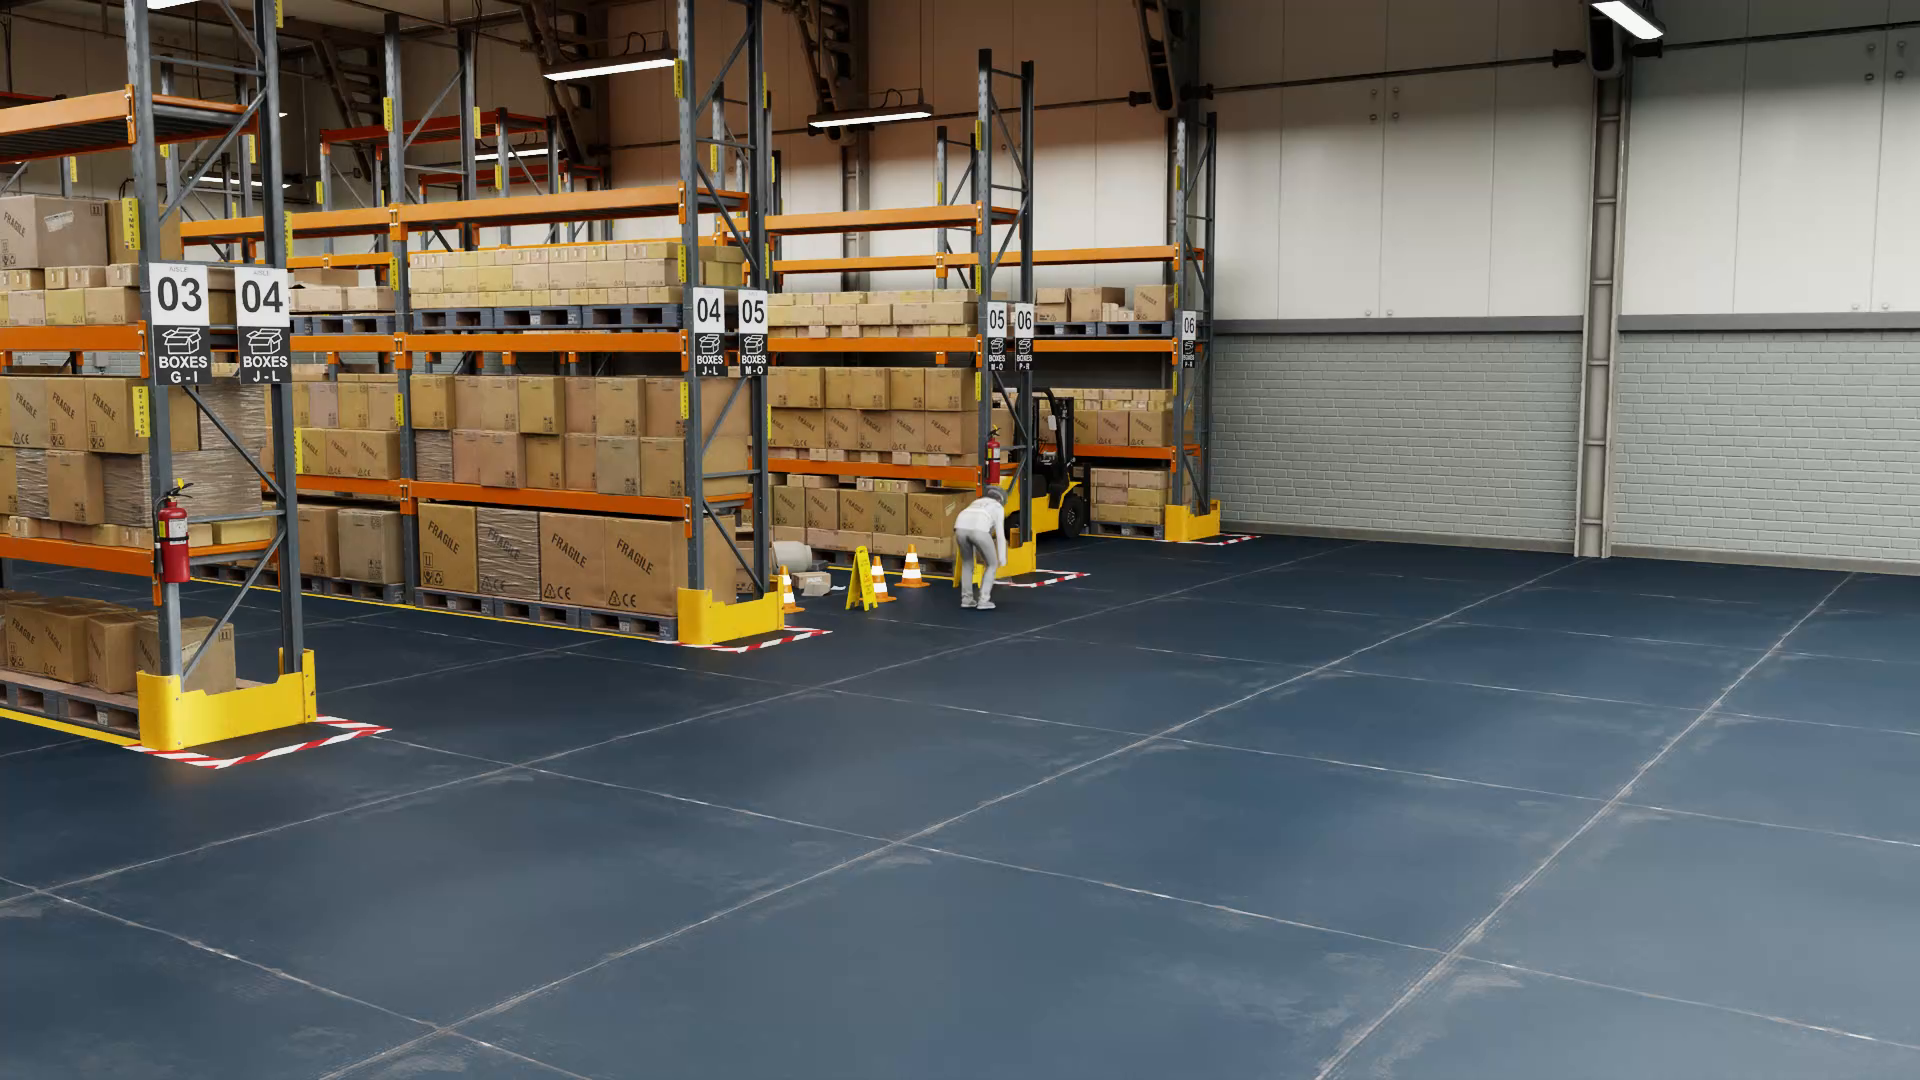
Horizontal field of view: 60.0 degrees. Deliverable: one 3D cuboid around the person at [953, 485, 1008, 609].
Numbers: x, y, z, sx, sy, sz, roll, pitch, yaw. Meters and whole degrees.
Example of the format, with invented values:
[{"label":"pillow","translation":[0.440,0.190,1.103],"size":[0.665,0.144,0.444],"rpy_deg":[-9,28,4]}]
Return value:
[{"label":"person","translation":[0.246,0.070,17.281],"size":[0.426,1.244,0.895],"rpy_deg":[3,7,25]}]
